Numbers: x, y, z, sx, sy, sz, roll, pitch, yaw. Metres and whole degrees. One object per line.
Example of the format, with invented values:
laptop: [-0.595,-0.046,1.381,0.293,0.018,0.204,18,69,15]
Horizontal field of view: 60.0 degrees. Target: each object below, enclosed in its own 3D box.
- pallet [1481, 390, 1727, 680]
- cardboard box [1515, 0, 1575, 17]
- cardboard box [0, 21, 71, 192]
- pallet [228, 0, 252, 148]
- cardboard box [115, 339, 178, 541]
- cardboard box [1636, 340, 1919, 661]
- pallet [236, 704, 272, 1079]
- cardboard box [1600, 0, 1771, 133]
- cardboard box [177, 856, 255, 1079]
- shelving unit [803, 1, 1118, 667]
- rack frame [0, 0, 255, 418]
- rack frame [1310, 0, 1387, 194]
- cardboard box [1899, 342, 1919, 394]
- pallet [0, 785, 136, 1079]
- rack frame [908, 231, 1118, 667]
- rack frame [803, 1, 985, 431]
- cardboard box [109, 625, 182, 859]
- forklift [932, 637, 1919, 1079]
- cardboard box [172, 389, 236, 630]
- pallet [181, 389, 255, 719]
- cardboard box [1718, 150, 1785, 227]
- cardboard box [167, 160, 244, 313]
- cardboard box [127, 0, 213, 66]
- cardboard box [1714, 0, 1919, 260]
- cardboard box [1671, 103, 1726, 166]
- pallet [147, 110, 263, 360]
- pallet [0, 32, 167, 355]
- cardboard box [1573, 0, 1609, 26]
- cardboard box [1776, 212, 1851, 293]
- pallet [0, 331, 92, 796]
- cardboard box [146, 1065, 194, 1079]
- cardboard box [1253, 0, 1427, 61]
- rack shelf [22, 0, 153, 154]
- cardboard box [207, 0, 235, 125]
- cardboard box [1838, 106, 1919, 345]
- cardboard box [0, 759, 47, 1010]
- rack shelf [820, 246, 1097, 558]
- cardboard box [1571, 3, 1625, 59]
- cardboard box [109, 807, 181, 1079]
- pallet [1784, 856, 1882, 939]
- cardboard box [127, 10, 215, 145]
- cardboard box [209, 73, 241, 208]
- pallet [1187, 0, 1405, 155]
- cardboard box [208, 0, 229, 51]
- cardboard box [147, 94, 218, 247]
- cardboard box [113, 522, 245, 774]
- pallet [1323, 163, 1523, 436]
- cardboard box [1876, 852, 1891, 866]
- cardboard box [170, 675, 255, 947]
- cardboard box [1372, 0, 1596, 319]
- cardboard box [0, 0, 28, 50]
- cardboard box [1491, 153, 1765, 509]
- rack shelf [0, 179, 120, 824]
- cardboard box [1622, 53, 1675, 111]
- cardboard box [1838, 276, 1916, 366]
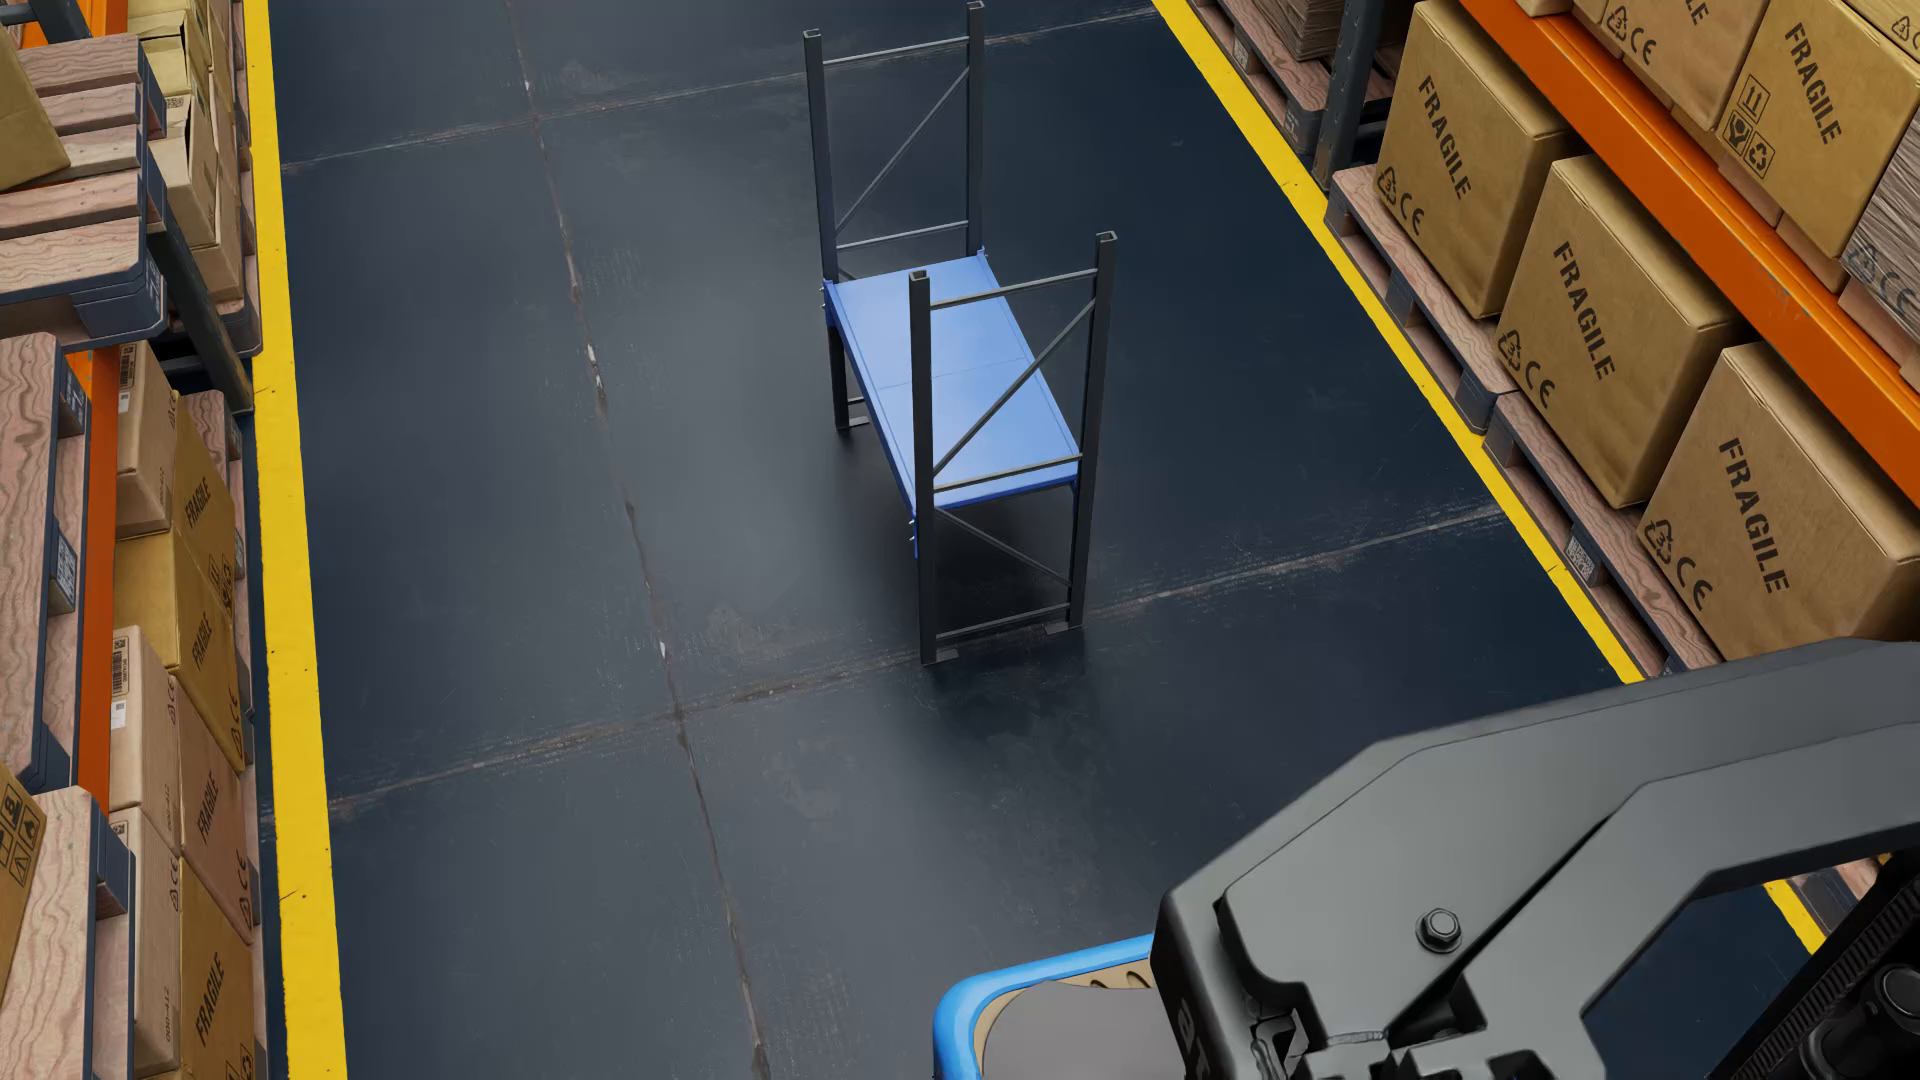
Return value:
pallet: [2.373,-0.069,5.170,1.003,0.211,1.213,-13,51,-11]
cardboard box: [1.794,-1.684,4.859,0.380,0.149,0.250,-12,51,-10]
cardboard box: [-2.583,-1.061,3.842,0.700,0.500,0.500,-30,56,-23]
pallet: [-3.440,-1.928,6.738,1.003,0.211,1.213,-13,51,-11]
cardboard box: [-2.355,-0.235,4.343,0.500,0.250,0.500,-12,51,-10]
cardboard box: [2.455,-0.065,4.474,0.750,0.750,0.750,-12,51,-10]
pallet: [-2.335,1.015,4.257,1.003,0.211,1.213,-13,51,-11]
cardboard box: [2.045,-1.425,4.216,0.500,0.500,0.500,-14,51,-11]
cardboard box: [-1.913,1.096,3.712,0.500,0.500,0.500,-13,51,-11]
shelving unit: [-0.025,-0.546,4.729,0.538,1.500,1.048,-13,51,-11]
rack frame: [-2.877,-1.328,4.407,1.000,3.000,0.127,-13,51,-11]
rack frame: [1.854,-2.450,5.354,1.000,3.000,0.127,-13,51,-11]
cardboard box: [2.393,-0.389,3.767,0.380,0.149,0.250,-13,51,-11]
pallet: [-1.826,1.047,2.531,1.003,0.211,1.213,-13,51,-11]
rack frame: [0.125,-0.174,4.416,0.500,1.500,0.032,-13,51,-11]
rack frame: [-0.176,-0.917,5.042,0.500,1.500,0.032,-13,51,-11]
cardboard box: [-2.049,0.511,3.714,0.500,0.250,0.500,-14,51,-12]
forklift: [0.790,1.595,1.988,1.130,2.935,3.031,-11,51,-9]
cardboard box: [-2.376,-0.034,4.664,0.500,0.500,0.500,-12,51,-10]
pallet: [-2.692,0.125,5.007,1.003,0.211,1.213,-13,51,-11]
cardboard box: [2.194,-0.965,4.253,0.380,0.149,0.250,-13,51,-11]
cardboard box: [-2.751,-1.026,5.676,0.500,0.250,0.500,-13,51,-11]
cardboard box: [-3.063,-1.961,6.098,0.500,0.311,0.500,-15,51,-12]
cardboard box: [2.207,-1.046,3.897,0.500,0.500,0.500,-12,51,-10]
cardboard box: [2.138,-1.150,4.408,0.380,0.149,0.250,-13,51,-10]
pallet: [-3.083,-1.039,5.988,1.003,0.211,1.213,-13,51,-11]
pallet: [-2.609,-0.787,4.077,1.213,0.211,1.003,-13,51,-11]
cardboard box: [1.900,-1.788,4.522,0.500,0.500,0.500,-12,51,-10]
cardboard box: [2.265,-0.772,4.090,0.380,0.149,0.250,-12,51,-10]
pallet: [-2.297,0.154,3.284,1.003,0.211,1.213,-13,51,-11]
cardboard box: [-1.772,1.462,3.403,0.500,0.500,0.500,-13,51,-10]
cardboard box: [1.592,-2.301,6.575,0.700,0.500,0.500,-13,51,-10]
rack shelf: [-3.468,-2.556,5.914,1.077,0.370,4.000,-13,51,-11]
cardboard box: [-3.060,-1.771,6.305,0.500,0.250,0.500,-15,51,-12]
cardboard box: [2.359,-0.683,3.591,0.500,0.500,0.500,-13,51,-11]
cardboard box: [-1.884,0.542,2.491,0.700,0.500,0.500,-6,50,-5]
rack shelf: [-0.025,-0.430,4.867,0.538,0.185,1.000,-13,51,-11]
cardboard box: [1.987,-1.528,4.728,0.380,0.149,0.250,-14,51,-11]
cardboard box: [-1.900,0.877,3.405,0.500,0.250,0.500,-13,51,-11]
pallet: [2.737,0.823,4.418,1.003,0.211,1.213,-13,51,-11]
cardboard box: [-2.914,-1.588,5.784,0.500,0.311,0.500,-14,51,-12]
cardboard box: [-2.900,-1.393,5.986,0.500,0.250,0.500,-15,51,-12]
pallet: [1.625,-2.123,6.901,1.003,0.211,1.213,-13,51,-11]
cardboard box: [-3.211,-2.145,6.621,0.500,0.250,0.500,-12,51,-10]
cardboard box: [-2.751,-1.206,5.462,0.500,0.311,0.500,-12,51,-10]
cardboard box: [-2.223,0.344,4.345,0.500,0.500,0.500,-15,51,-12]
pallet: [2.016,-0.959,5.920,1.003,0.211,1.213,-13,51,-11]
cardboard box: [2.721,0.583,3.928,0.750,0.750,0.750,-13,51,-11]
cardboard box: [-2.062,0.726,4.023,0.500,0.500,0.500,-15,52,-12]
cardboard box: [1.947,-1.326,5.537,0.750,0.750,0.750,-14,51,-11]
cardboard box: [-2.942,-1.574,4.674,0.500,0.311,0.500,-10,51,-9]
cardboard box: [2.199,-0.685,4.997,0.750,0.750,0.750,-14,51,-11]
rack shelf: [-2.285,0.365,3.451,1.077,0.370,4.000,-13,51,-11]
cardboard box: [2.072,-1.340,4.569,0.380,0.149,0.250,-12,51,-10]
cardboard box: [2.333,-0.575,3.924,0.380,0.149,0.250,-15,51,-12]
